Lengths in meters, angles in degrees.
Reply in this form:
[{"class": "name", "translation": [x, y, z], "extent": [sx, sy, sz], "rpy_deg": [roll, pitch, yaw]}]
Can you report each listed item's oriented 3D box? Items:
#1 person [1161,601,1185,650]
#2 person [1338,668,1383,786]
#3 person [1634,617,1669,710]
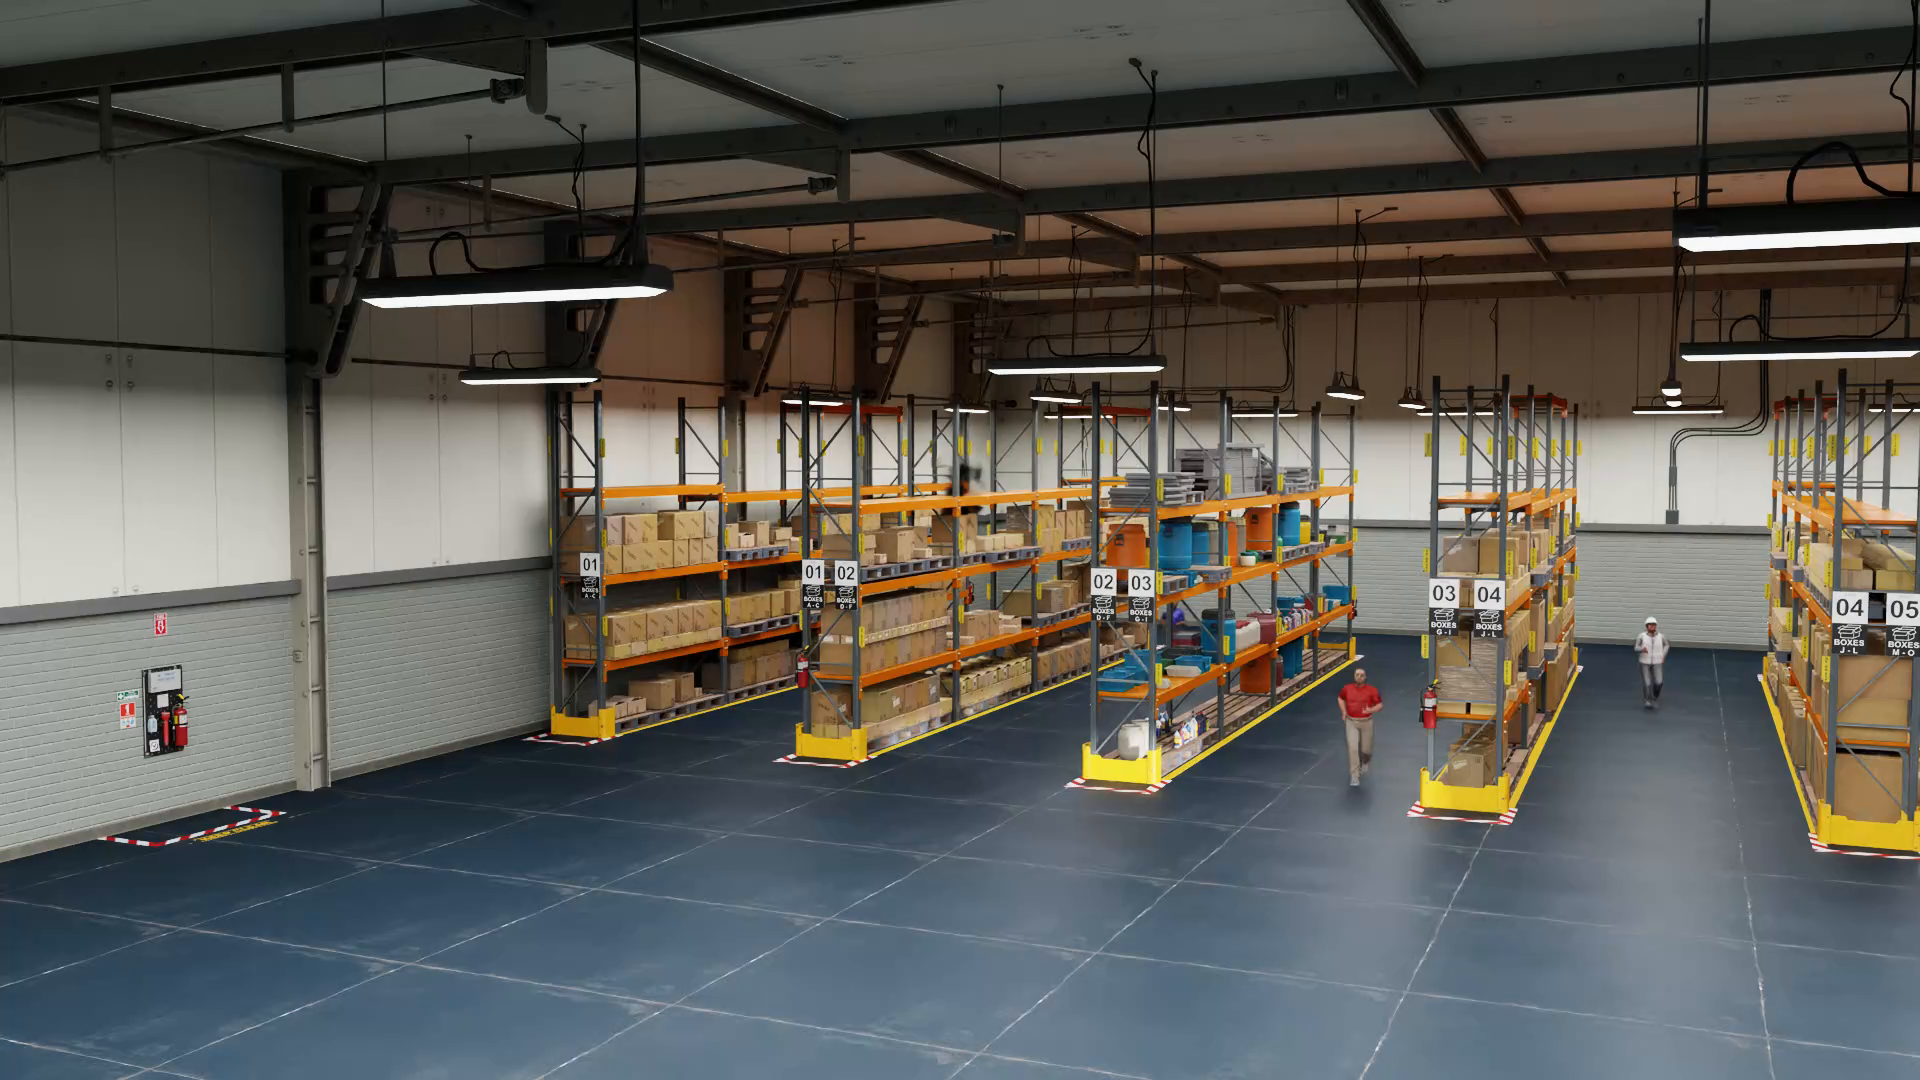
[{"class": "person", "translation": [4.752, 2.132, 37.143], "extent": [0.542, 1.690, 0.713], "rpy_deg": [1, 3, 10]}, {"class": "person", "translation": [5.947, 2.756, 24.750], "extent": [0.659, 1.695, 0.942], "rpy_deg": [1, 3, 16]}, {"class": "person", "translation": [13.243, 2.370, 31.816], "extent": [0.641, 1.772, 0.651], "rpy_deg": [1, 3, 18]}]
